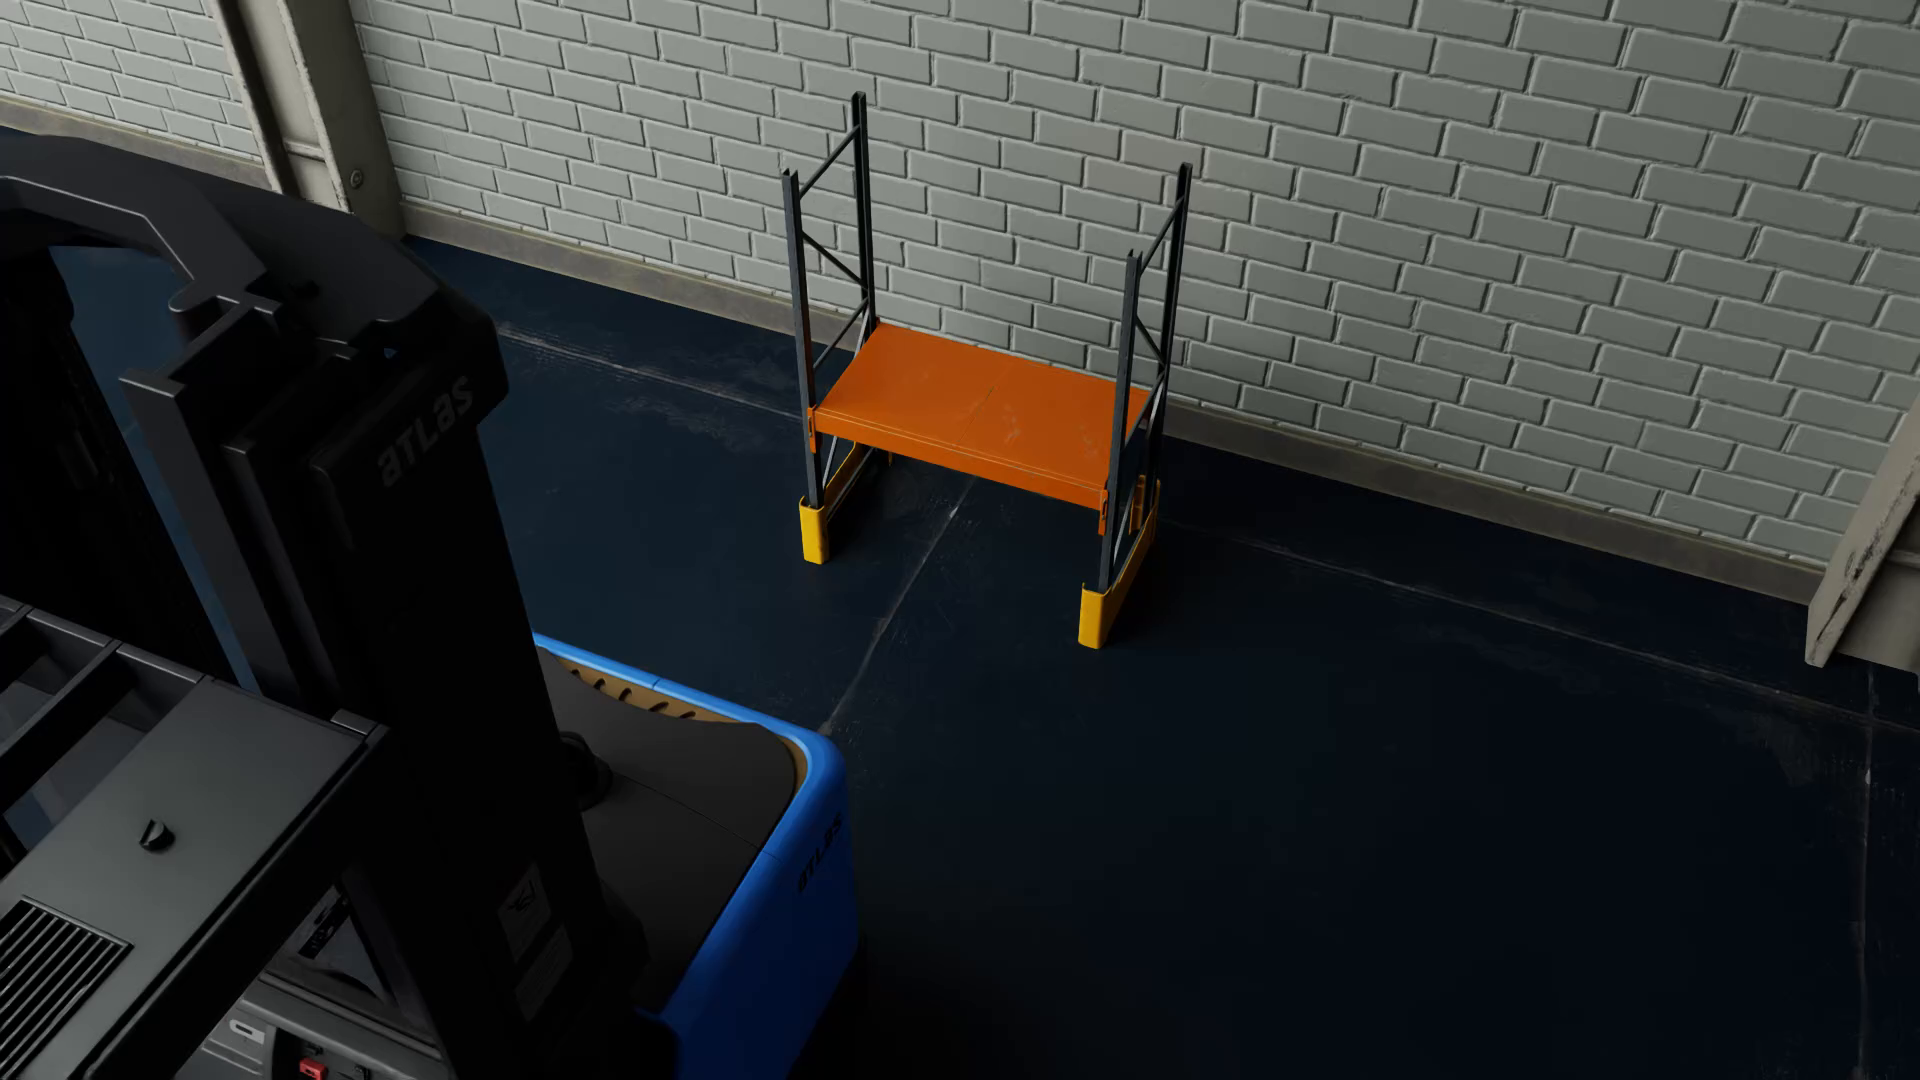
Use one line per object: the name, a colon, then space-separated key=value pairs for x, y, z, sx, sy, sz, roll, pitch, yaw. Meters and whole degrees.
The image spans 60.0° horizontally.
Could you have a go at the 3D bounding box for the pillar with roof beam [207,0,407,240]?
pillar with roof beam: x=-4.232 y=-1.667 z=1.046 sx=0.400 sy=9.000 sz=9.100 roll=16 pitch=47 yaw=16

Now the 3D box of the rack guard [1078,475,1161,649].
rack guard: x=0.530 y=0.067 z=5.505 sx=0.087 sy=0.250 sz=0.587 roll=16 pitch=47 yaw=16

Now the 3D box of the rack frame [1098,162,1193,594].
rack frame: x=0.548 y=-0.370 z=5.059 sx=0.032 sy=1.500 sz=0.500 roll=16 pitch=47 yaw=16

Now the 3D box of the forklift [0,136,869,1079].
forklift: x=-1.300 y=0.997 z=2.669 sx=1.130 sy=2.935 sz=3.031 roll=17 pitch=47 yaw=17

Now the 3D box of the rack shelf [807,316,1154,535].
rack shelf: x=0.079 y=-0.381 z=5.325 sx=1.000 sy=0.185 sz=0.538 roll=16 pitch=47 yaw=16

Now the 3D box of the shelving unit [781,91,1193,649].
shelving unit: x=0.070 y=-0.511 z=5.200 sx=1.083 sy=1.500 sz=0.587 roll=16 pitch=47 yaw=16

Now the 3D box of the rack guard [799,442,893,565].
rack guard: x=-0.389 y=-0.203 z=5.777 sx=0.087 sy=0.250 sz=0.587 roll=16 pitch=47 yaw=16

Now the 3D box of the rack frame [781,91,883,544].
rack frame: x=-0.390 y=-0.647 z=5.336 sx=0.032 sy=1.500 sz=0.500 roll=16 pitch=47 yaw=16
